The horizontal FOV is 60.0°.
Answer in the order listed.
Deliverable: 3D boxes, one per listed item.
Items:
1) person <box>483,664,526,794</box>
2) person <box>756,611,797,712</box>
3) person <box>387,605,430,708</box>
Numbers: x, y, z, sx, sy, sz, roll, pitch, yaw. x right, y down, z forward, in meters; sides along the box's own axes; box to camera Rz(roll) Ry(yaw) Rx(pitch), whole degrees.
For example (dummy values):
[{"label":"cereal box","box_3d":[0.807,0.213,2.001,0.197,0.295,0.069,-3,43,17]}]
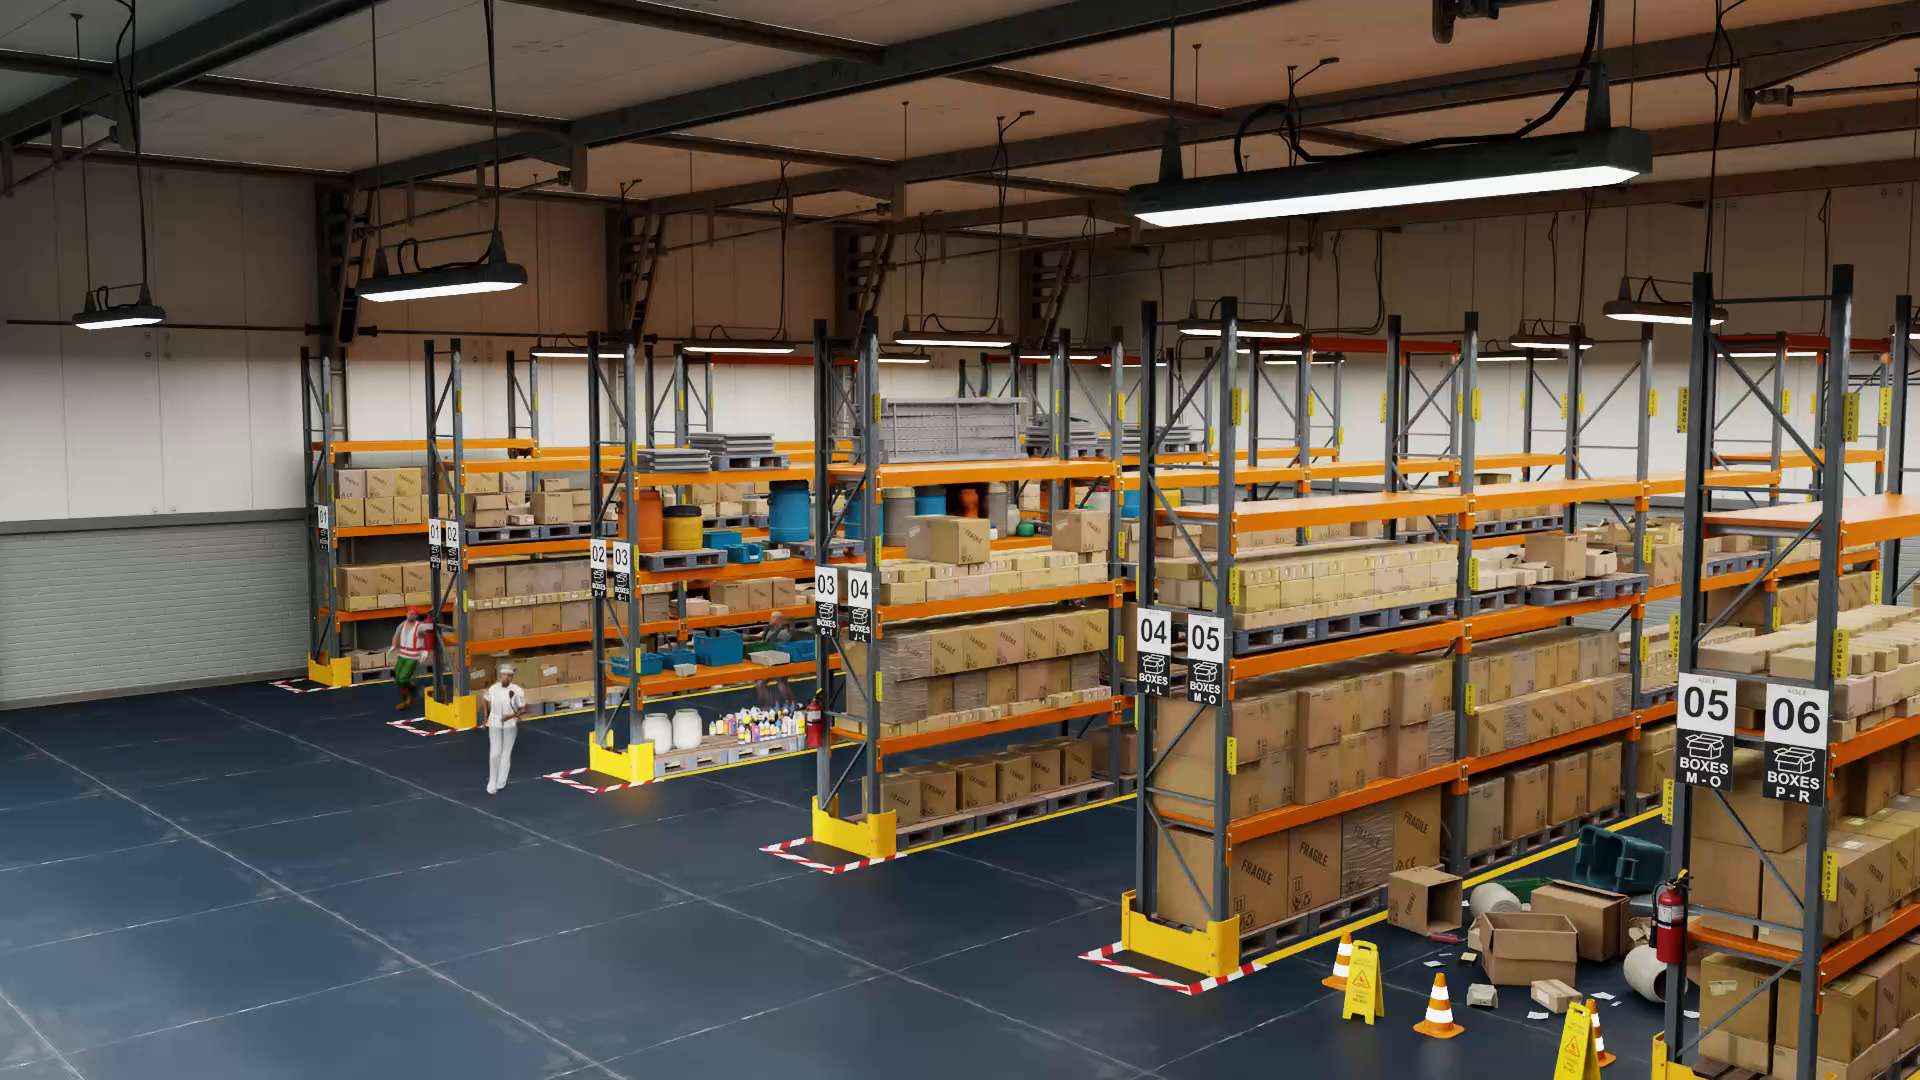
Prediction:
[{"label":"person","box_3d":[-5.913,2.434,21.558,0.558,1.656,0.598,-1,5,-11]},{"label":"person","box_3d":[-2.909,1.919,26.231,0.630,1.616,0.770,4,6,38]},{"label":"person","box_3d":[-8.991,1.918,27.111,0.724,1.726,0.527,2,5,21]}]
